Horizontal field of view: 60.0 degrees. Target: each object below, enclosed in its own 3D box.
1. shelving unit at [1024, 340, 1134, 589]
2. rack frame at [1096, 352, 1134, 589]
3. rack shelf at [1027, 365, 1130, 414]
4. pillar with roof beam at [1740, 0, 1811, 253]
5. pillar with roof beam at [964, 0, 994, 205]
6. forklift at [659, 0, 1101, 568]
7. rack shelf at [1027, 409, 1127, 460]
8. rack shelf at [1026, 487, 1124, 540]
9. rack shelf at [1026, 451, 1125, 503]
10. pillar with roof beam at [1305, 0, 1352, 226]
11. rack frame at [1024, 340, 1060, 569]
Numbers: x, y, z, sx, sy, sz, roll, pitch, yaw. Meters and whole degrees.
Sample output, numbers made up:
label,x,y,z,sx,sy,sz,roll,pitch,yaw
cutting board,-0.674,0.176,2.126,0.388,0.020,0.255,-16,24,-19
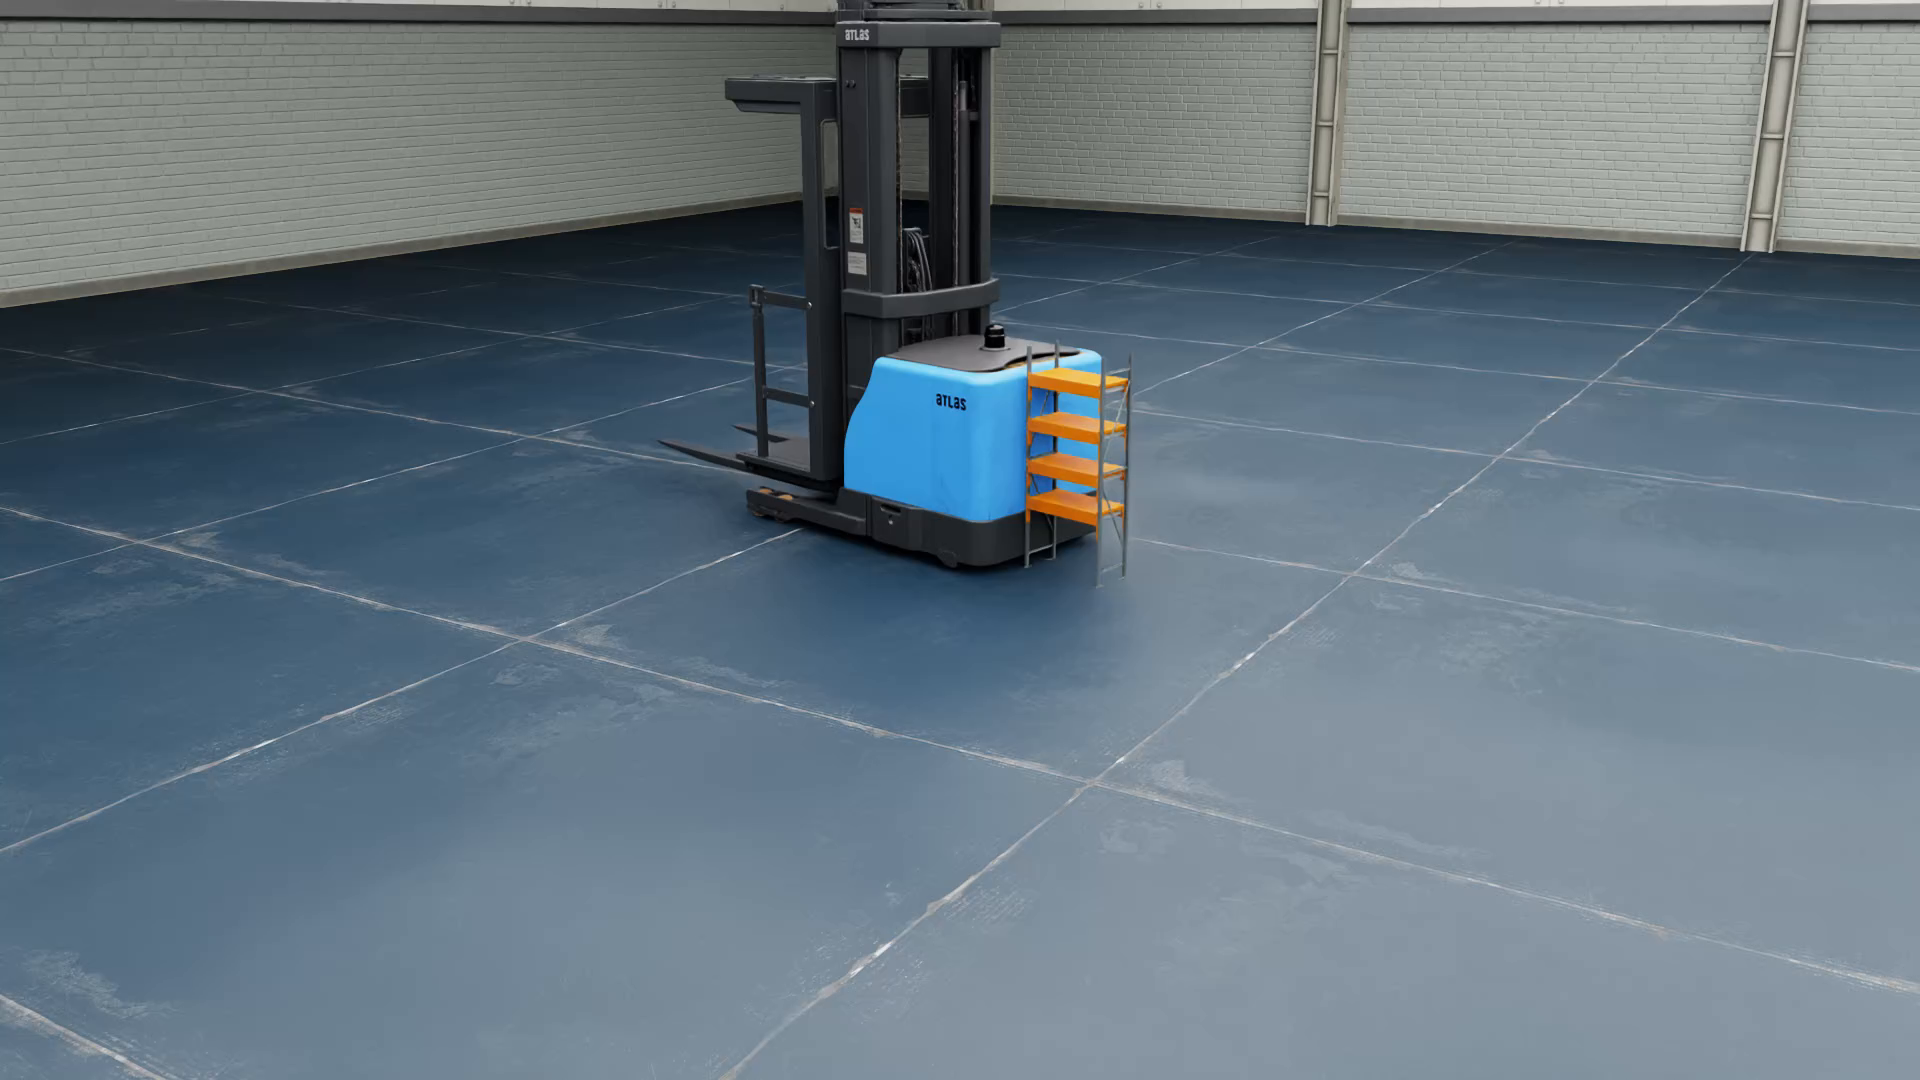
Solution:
label,x,y,z,sx,sy,sz,roll,pitch,yaw
shelving unit,0.609,-0.397,8.625,0.503,1.200,0.258,15,23,41
rack frame,0.786,-0.348,8.464,0.015,1.200,0.240,15,23,41
rack shelf,0.609,-0.773,8.511,0.480,0.148,0.258,15,23,41
pillar with roof beam,8.287,-7.064,17.155,0.400,9.000,9.100,10,20,30
pillar with roof beam,-1.938,-8.890,23.164,0.400,9.000,9.100,10,20,30
forklift,-0.621,-1.598,9.598,3.031,2.935,1.130,15,23,41
rack shelf,0.609,-0.547,8.579,0.480,0.148,0.258,15,23,41
rack shelf,0.609,-0.143,8.702,0.480,0.148,0.258,15,23,41
rack shelf,0.609,-0.333,8.644,0.480,0.148,0.258,15,23,41
pillar with roof beam,3.174,-7.977,20.159,0.400,9.000,9.100,10,20,30
rack frame,0.432,-0.446,8.786,0.015,1.200,0.240,15,23,41
